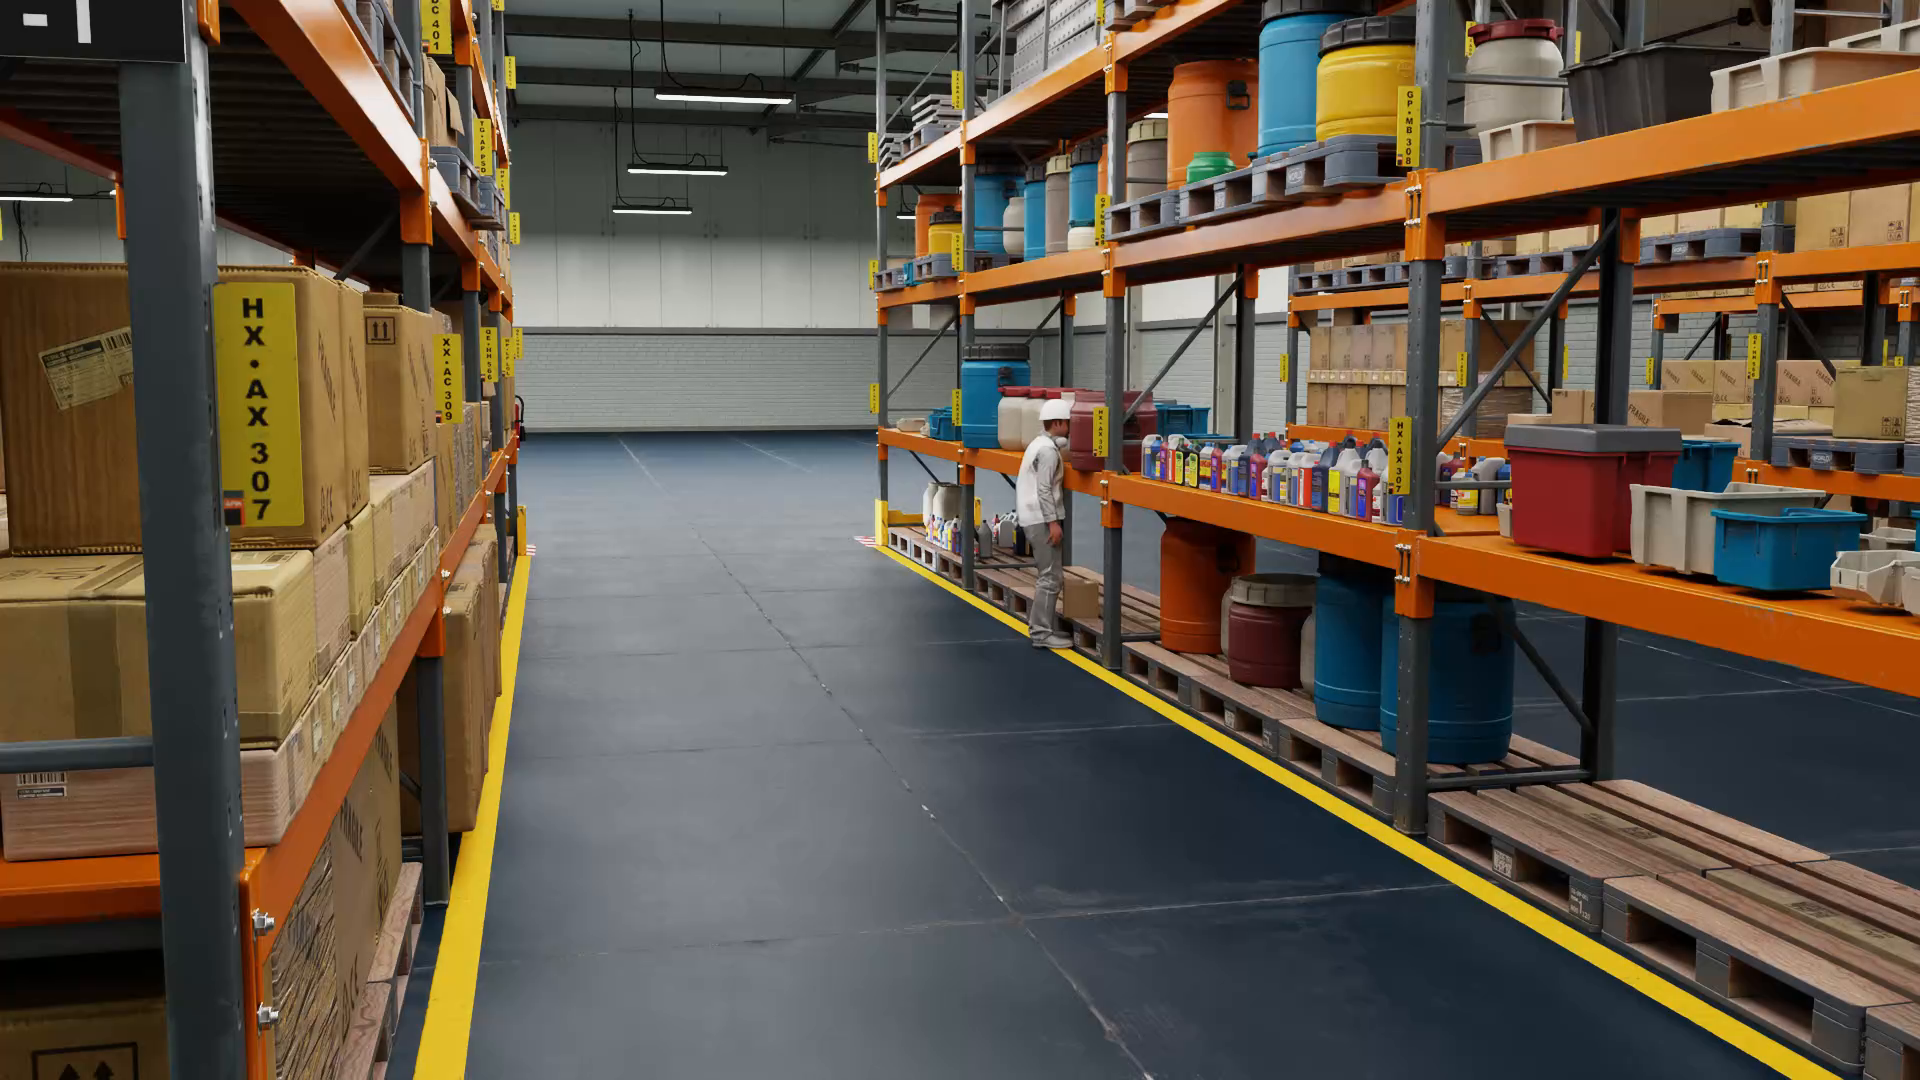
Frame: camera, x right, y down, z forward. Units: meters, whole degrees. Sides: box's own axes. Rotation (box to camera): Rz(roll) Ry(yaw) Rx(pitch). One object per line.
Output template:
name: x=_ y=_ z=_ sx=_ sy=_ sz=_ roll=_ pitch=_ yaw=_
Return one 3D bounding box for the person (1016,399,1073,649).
person: x=0.635 y=-0.128 z=12.021 sx=0.461 sy=1.772 sz=0.594 roll=0 pitch=6 yaw=0
